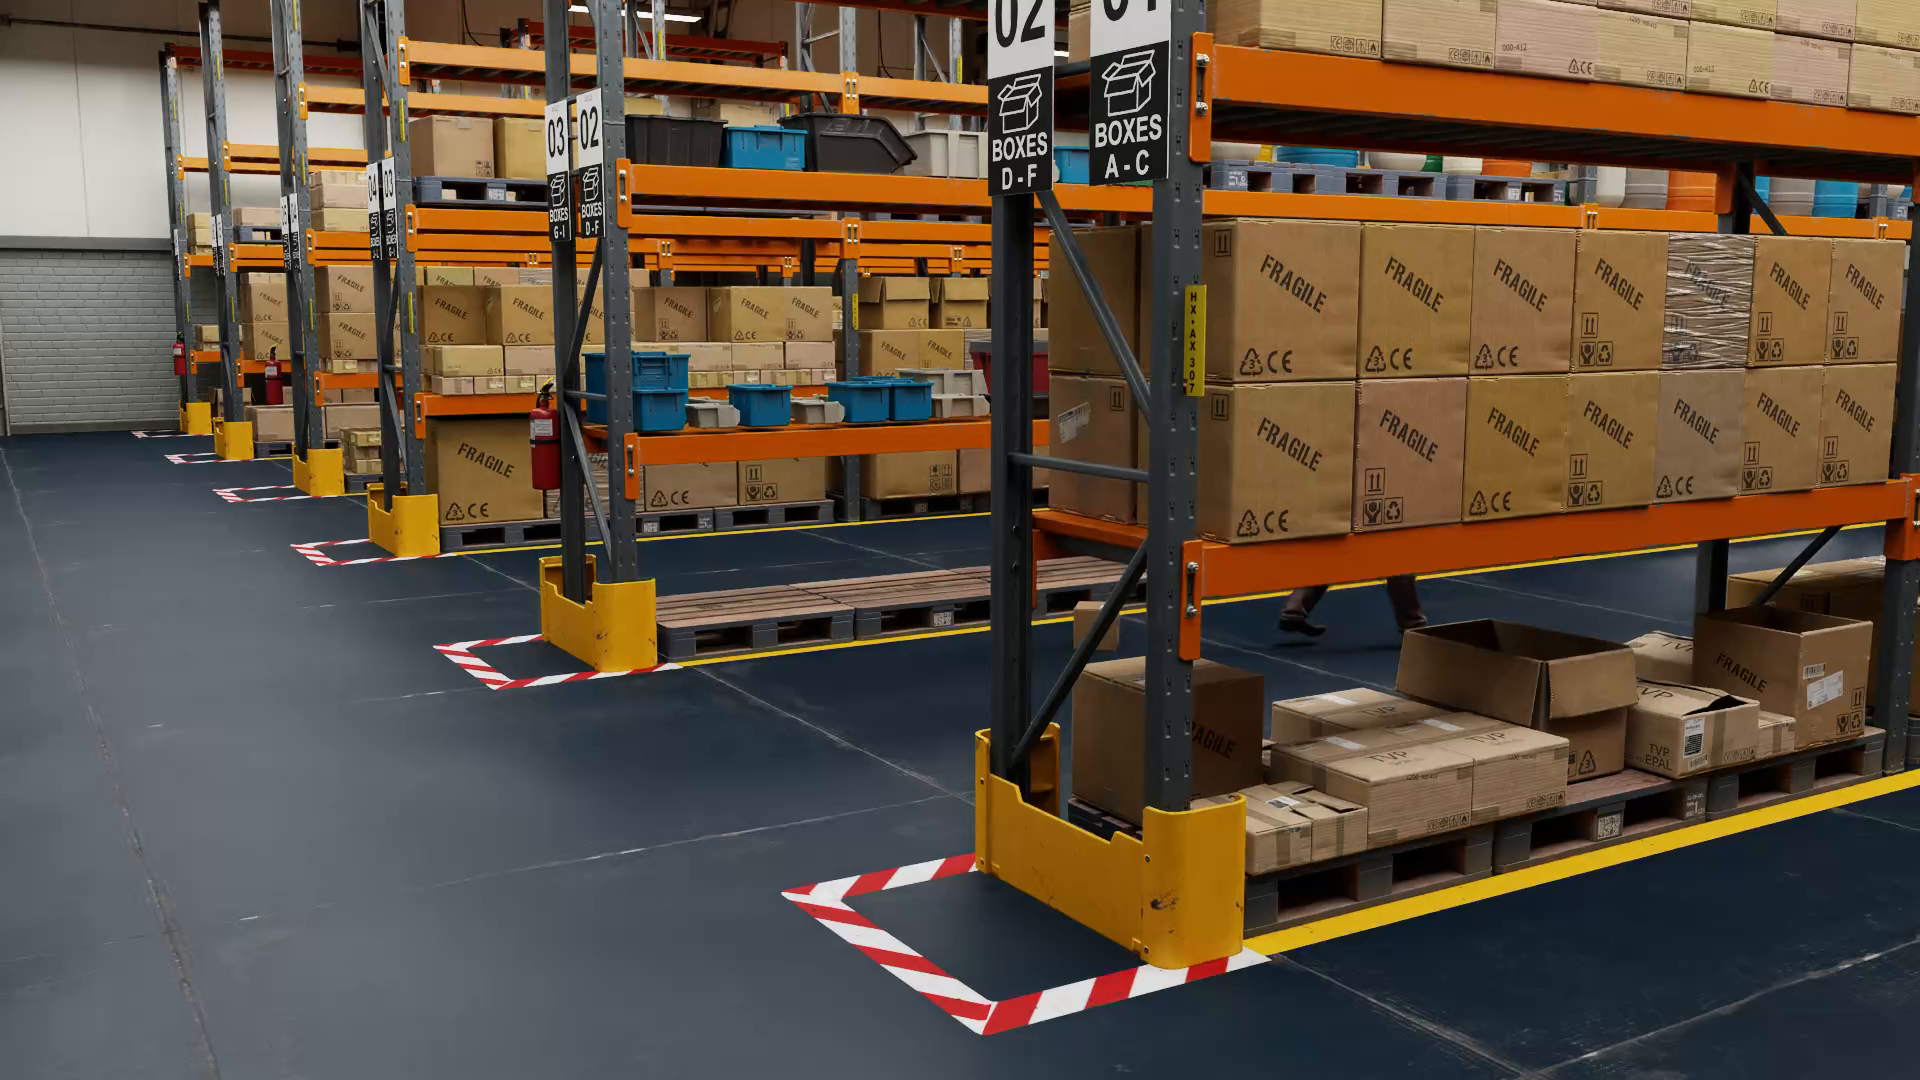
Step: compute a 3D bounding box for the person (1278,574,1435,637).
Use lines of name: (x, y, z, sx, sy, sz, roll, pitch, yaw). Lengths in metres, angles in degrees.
person: (2.444, -0.209, 9.942, 1.053, 1.677, 0.575, -2, 8, -11)
